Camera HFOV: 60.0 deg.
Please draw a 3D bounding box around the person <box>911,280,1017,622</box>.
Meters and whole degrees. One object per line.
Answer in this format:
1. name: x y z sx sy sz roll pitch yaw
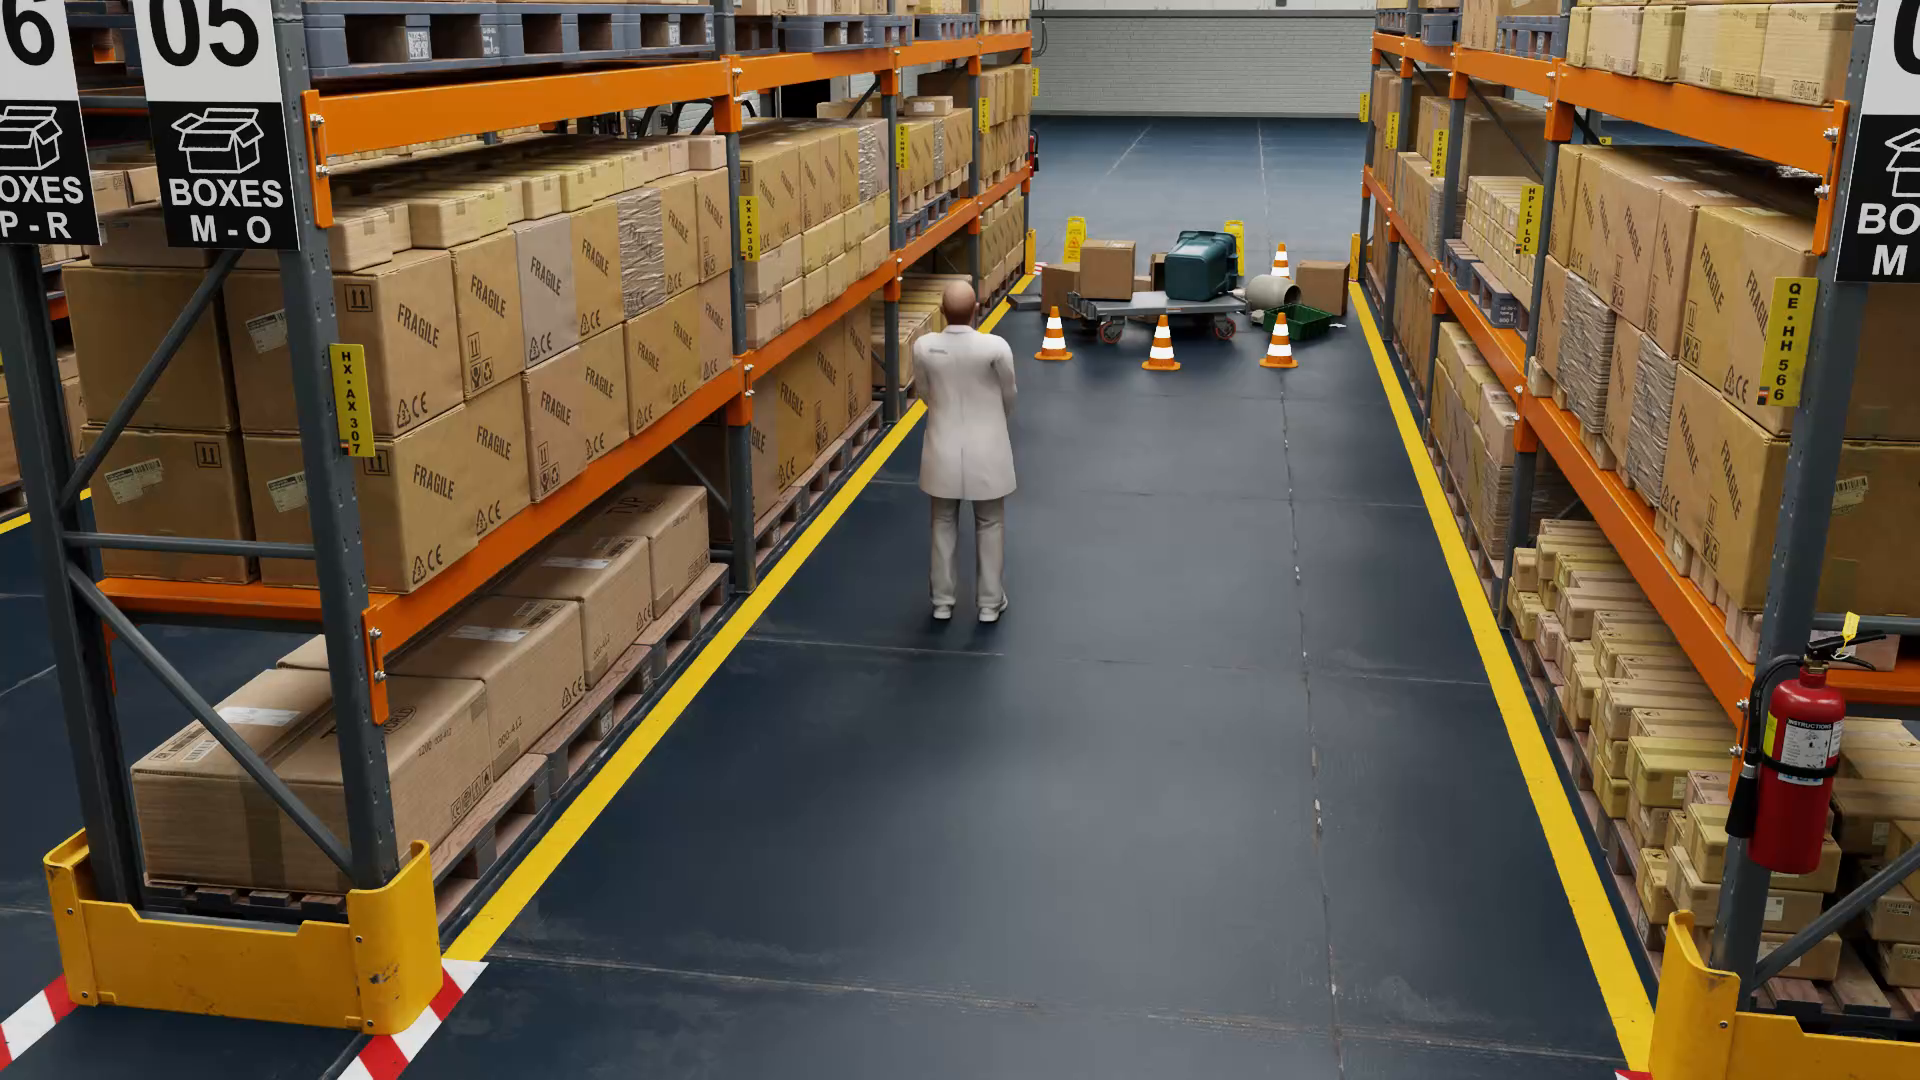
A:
1. person: 0.041 -0.486 8.617 0.530 1.769 0.563 3 18 9
